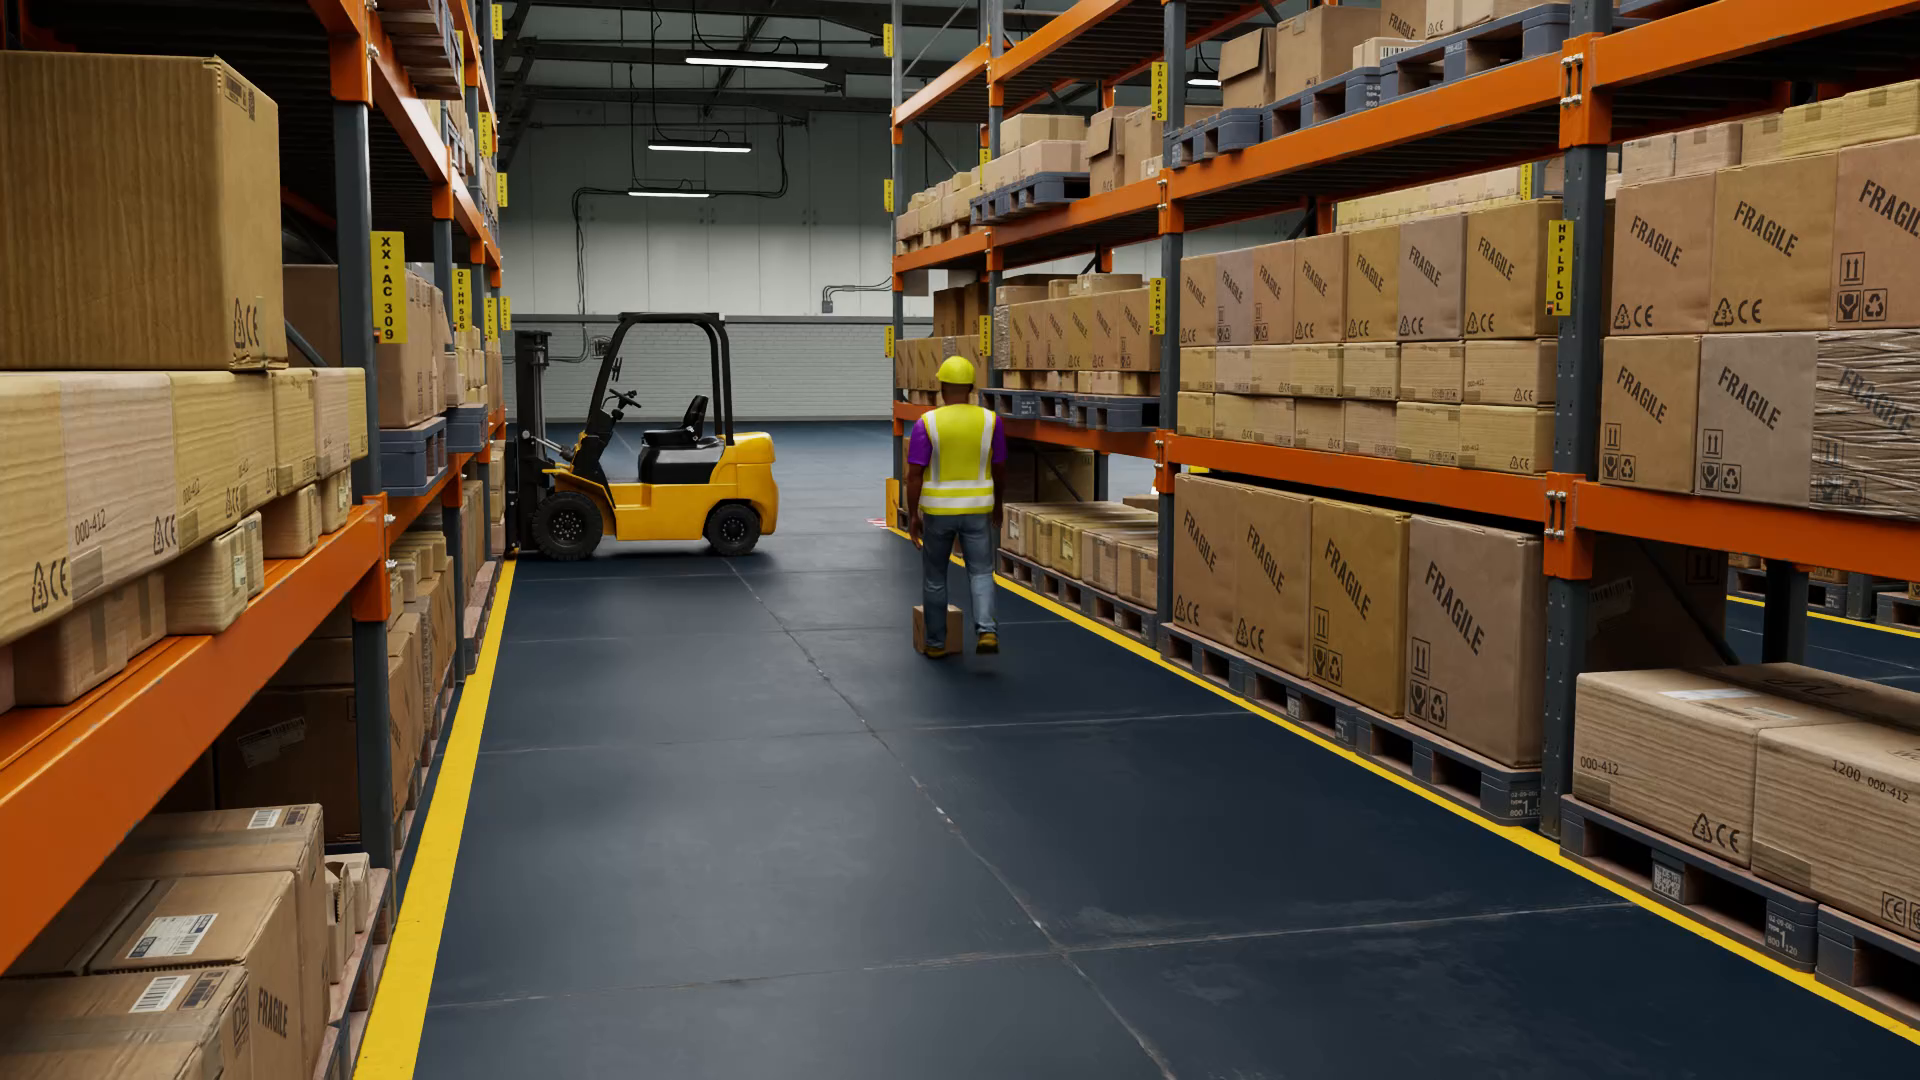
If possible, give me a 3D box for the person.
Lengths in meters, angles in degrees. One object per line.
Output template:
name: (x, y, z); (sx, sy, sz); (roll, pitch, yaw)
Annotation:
person: (-0.024, -0.168, 9.434); (0.583, 1.742, 0.889); (-1, 6, -6)
